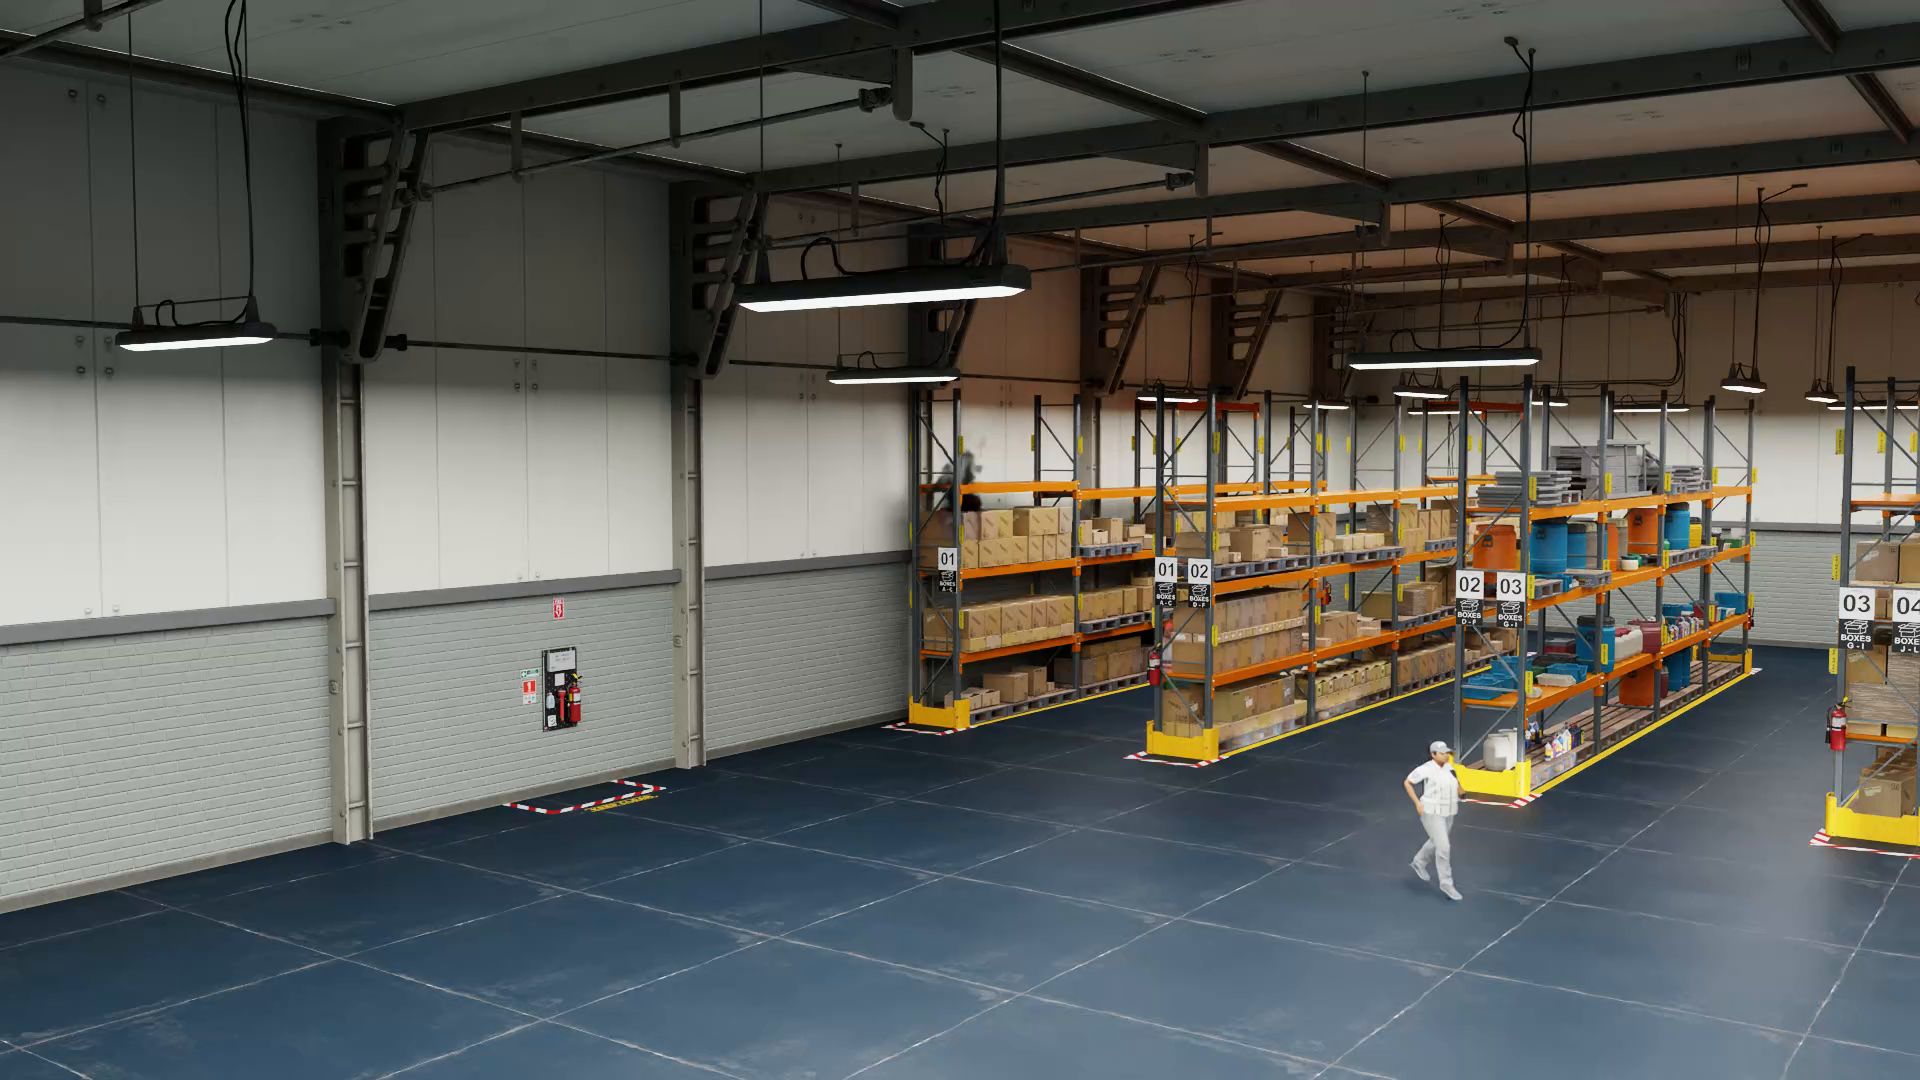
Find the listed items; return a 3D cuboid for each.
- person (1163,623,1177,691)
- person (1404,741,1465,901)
[{"bbox_3d":[3.793,2.394,30.212,0.628,1.784,0.692,2,4,35],"label":"person"},{"bbox_3d":[5.356,3.096,18.635,0.594,1.696,0.860,-2,4,-33],"label":"person"}]
